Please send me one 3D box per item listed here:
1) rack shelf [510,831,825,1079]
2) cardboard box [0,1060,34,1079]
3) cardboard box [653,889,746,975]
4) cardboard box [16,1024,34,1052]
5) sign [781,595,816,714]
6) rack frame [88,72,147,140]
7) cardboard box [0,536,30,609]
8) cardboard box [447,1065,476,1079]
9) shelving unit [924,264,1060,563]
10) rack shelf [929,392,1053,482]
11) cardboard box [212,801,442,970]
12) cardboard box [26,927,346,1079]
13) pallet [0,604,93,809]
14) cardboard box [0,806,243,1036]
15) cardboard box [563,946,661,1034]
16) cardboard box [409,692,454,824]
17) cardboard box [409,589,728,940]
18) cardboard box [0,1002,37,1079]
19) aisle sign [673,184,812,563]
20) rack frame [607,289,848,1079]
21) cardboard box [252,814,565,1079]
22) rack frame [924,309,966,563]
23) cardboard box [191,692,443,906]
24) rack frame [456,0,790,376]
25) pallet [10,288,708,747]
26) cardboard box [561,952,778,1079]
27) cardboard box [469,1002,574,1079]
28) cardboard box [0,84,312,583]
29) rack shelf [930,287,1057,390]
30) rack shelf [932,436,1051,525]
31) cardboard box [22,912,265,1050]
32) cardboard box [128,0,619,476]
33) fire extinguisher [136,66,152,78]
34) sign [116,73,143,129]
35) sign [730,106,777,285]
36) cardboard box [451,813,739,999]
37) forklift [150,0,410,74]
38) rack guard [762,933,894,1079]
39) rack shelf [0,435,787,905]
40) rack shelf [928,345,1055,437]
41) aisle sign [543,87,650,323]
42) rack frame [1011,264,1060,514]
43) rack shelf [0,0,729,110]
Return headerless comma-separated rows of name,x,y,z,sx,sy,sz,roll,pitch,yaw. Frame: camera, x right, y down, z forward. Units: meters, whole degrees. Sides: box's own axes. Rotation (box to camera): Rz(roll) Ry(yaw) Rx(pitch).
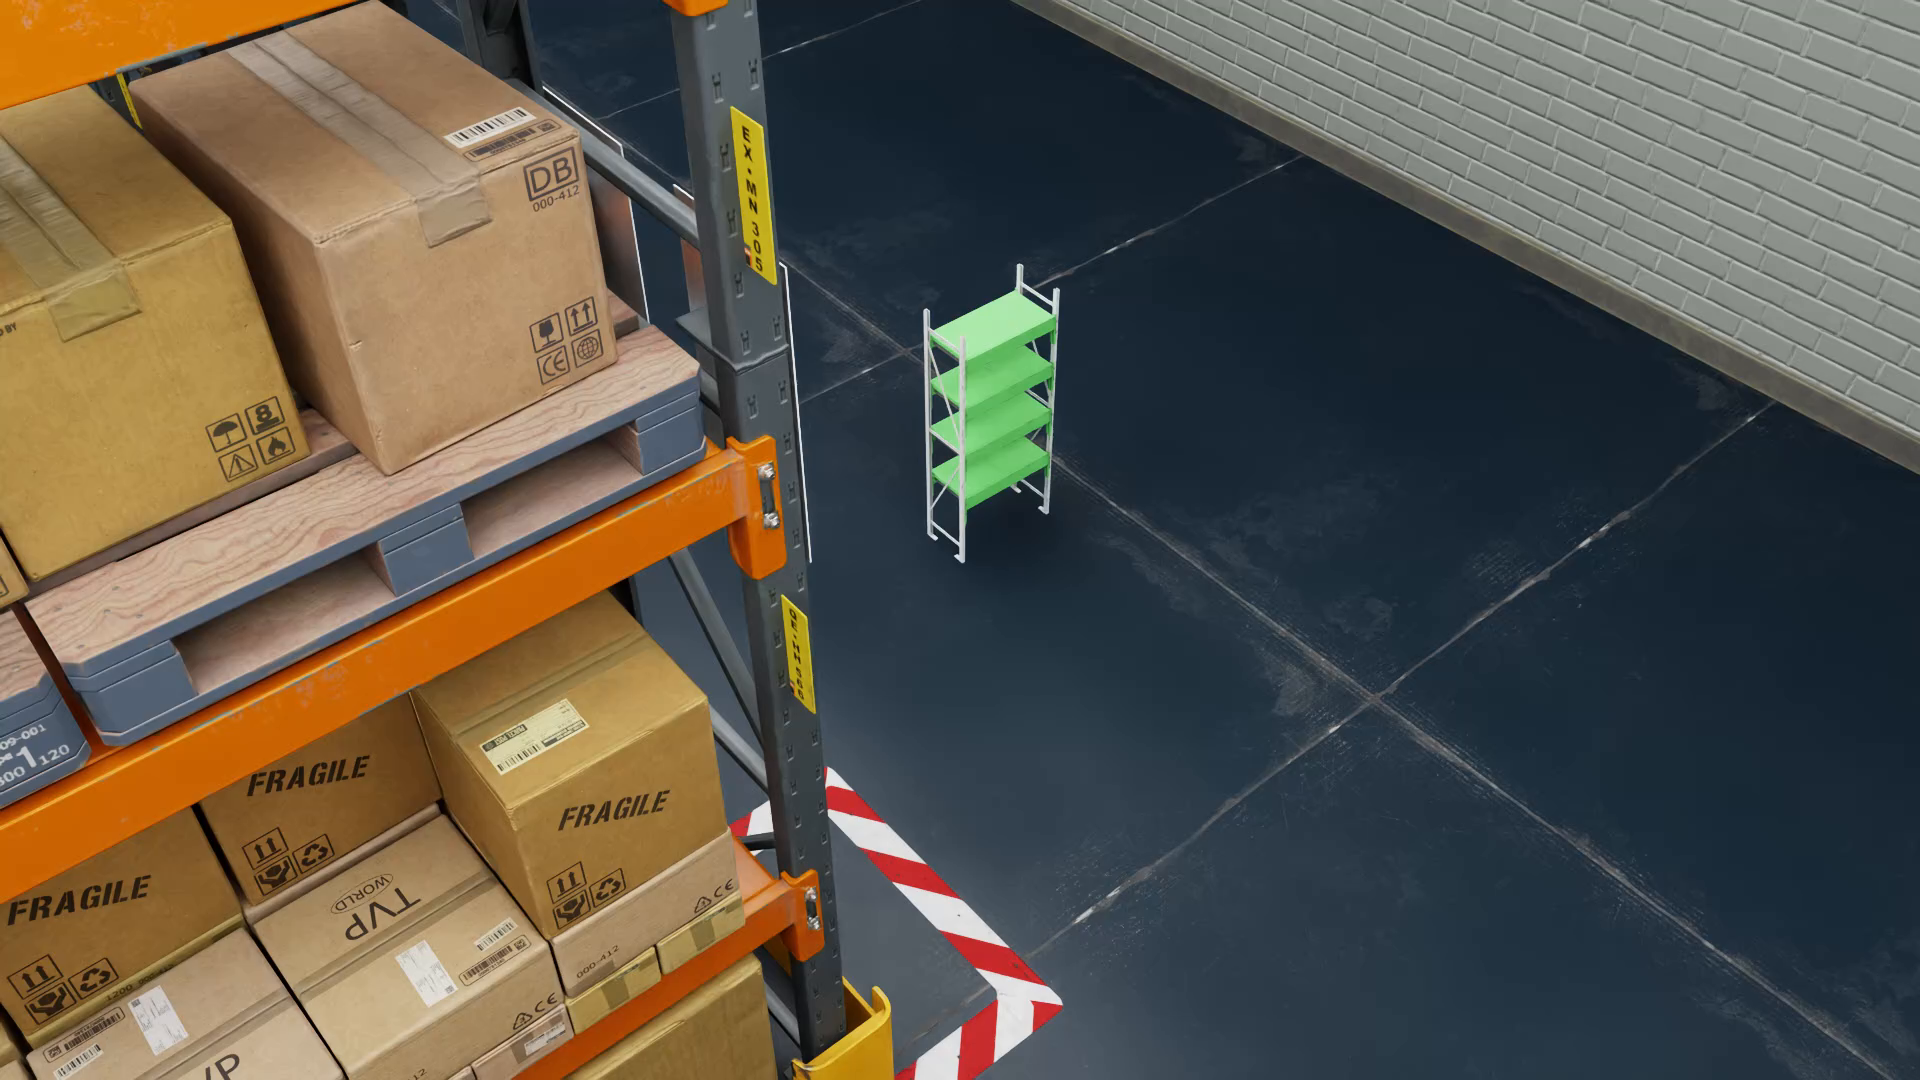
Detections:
rack shelf,-2.243,1.622,3.911,4.000,0.370,1.077,-30,51,-28
cardboard box,-2.087,1.457,3.453,0.500,0.250,0.500,-30,51,-28
cardboard box,-0.771,0.902,4.335,0.250,0.149,0.380,-29,50,-27
cardboard box,-2.372,1.232,3.984,0.250,0.149,0.380,-31,51,-29
sign,-0.371,0.264,3.812,0.005,0.325,0.100,-30,51,-28
rack frame,-3.887,-2.119,7.369,0.127,3.000,1.000,-30,51,-28
cardboard box,-1.948,-0.145,2.623,0.500,0.500,0.700,-33,52,-30
cardboard box,-1.355,1.237,3.979,0.250,0.149,0.380,-29,50,-27
shelving unit,0.127,-0.510,6.970,0.503,1.200,0.258,-30,51,-28
rack shelf,0.127,-0.463,7.014,0.480,0.148,0.258,-30,51,-28
cardboard box,-1.645,0.729,4.229,0.500,0.250,0.500,-30,51,-28
cardboard box,-1.690,1.226,3.699,0.500,0.250,0.500,-32,52,-29
pallet,-2.208,0.291,2.677,1.213,0.211,1.003,-30,51,-28
cardboard box,-2.027,0.674,3.740,0.500,0.500,0.500,-31,51,-29
cardboard box,-0.969,1.018,4.213,0.250,0.149,0.380,-29,51,-28
cardboard box,-1.250,0.497,4.476,0.500,0.250,0.500,-31,51,-29
cardboard box,-0.914,0.506,3.918,0.500,0.500,0.500,-29,50,-27
cardboard box,-2.429,1.179,3.749,0.500,0.250,0.500,-31,51,-29
aisle sign,-0.461,-0.340,3.576,0.004,0.787,0.394,-30,51,-28
rack frame,-0.709,0.482,4.600,0.127,3.000,1.000,-30,51,-28
cardboard box,-1.300,1.002,3.937,0.500,0.250,0.500,-31,51,-29
rack frame,-0.060,-0.403,6.856,0.015,1.200,0.240,-30,51,-28
cardboard box,-1.634,0.443,3.985,0.500,0.500,0.500,-31,51,-29
rack frame,-0.709,-1.705,2.546,0.127,3.000,1.000,-30,51,-28
pallet,-1.271,-0.248,3.250,1.213,0.211,1.003,-30,51,-28
cardboard box,-1.149,1.426,4.839,0.875,0.875,0.875,-30,51,-28
cardboard box,-1.163,1.128,4.095,0.250,0.149,0.380,-30,51,-28
cardboard box,-1.582,-0.397,2.892,0.500,0.500,0.700,-32,52,-29
rack shelf,0.127,-0.813,6.685,0.480,0.148,0.258,-30,51,-28
rack shelf,0.127,-0.289,7.178,0.480,0.148,0.258,-30,51,-28
cardboard box,-2.033,0.947,3.996,0.500,0.250,0.500,-32,52,-29
cardboard box,-1.073,-0.581,3.087,0.500,0.500,0.700,-33,52,-30
fire extinguisher,-3.479,-1.783,7.340,0.183,0.674,0.296,-30,51,-28
sign,-3.521,-1.897,7.013,0.005,0.325,0.100,-30,51,-28
sign,-0.371,-0.615,2.987,0.005,0.325,0.100,-30,51,-28
cardboard box,-0.910,0.780,4.174,0.500,0.250,0.500,-31,51,-28
forklift,-3.155,-1.930,7.218,3.031,2.935,1.130,15,45,16
rack guard,-0.690,1.382,5.467,0.348,0.500,1.175,-30,51,-28
rack shelf,-2.243,0.529,2.884,4.000,0.370,1.077,-30,51,-28
rack shelf,0.127,-0.638,6.850,0.480,0.148,0.258,-30,51,-28
aisle sign,-0.846,-0.655,3.911,0.004,0.787,0.394,-30,51,-28
rack frame,0.314,-0.617,7.084,0.015,1.200,0.240,-30,51,-28
rack shelf,-2.243,-0.419,1.994,4.000,0.370,1.077,-30,51,-28
